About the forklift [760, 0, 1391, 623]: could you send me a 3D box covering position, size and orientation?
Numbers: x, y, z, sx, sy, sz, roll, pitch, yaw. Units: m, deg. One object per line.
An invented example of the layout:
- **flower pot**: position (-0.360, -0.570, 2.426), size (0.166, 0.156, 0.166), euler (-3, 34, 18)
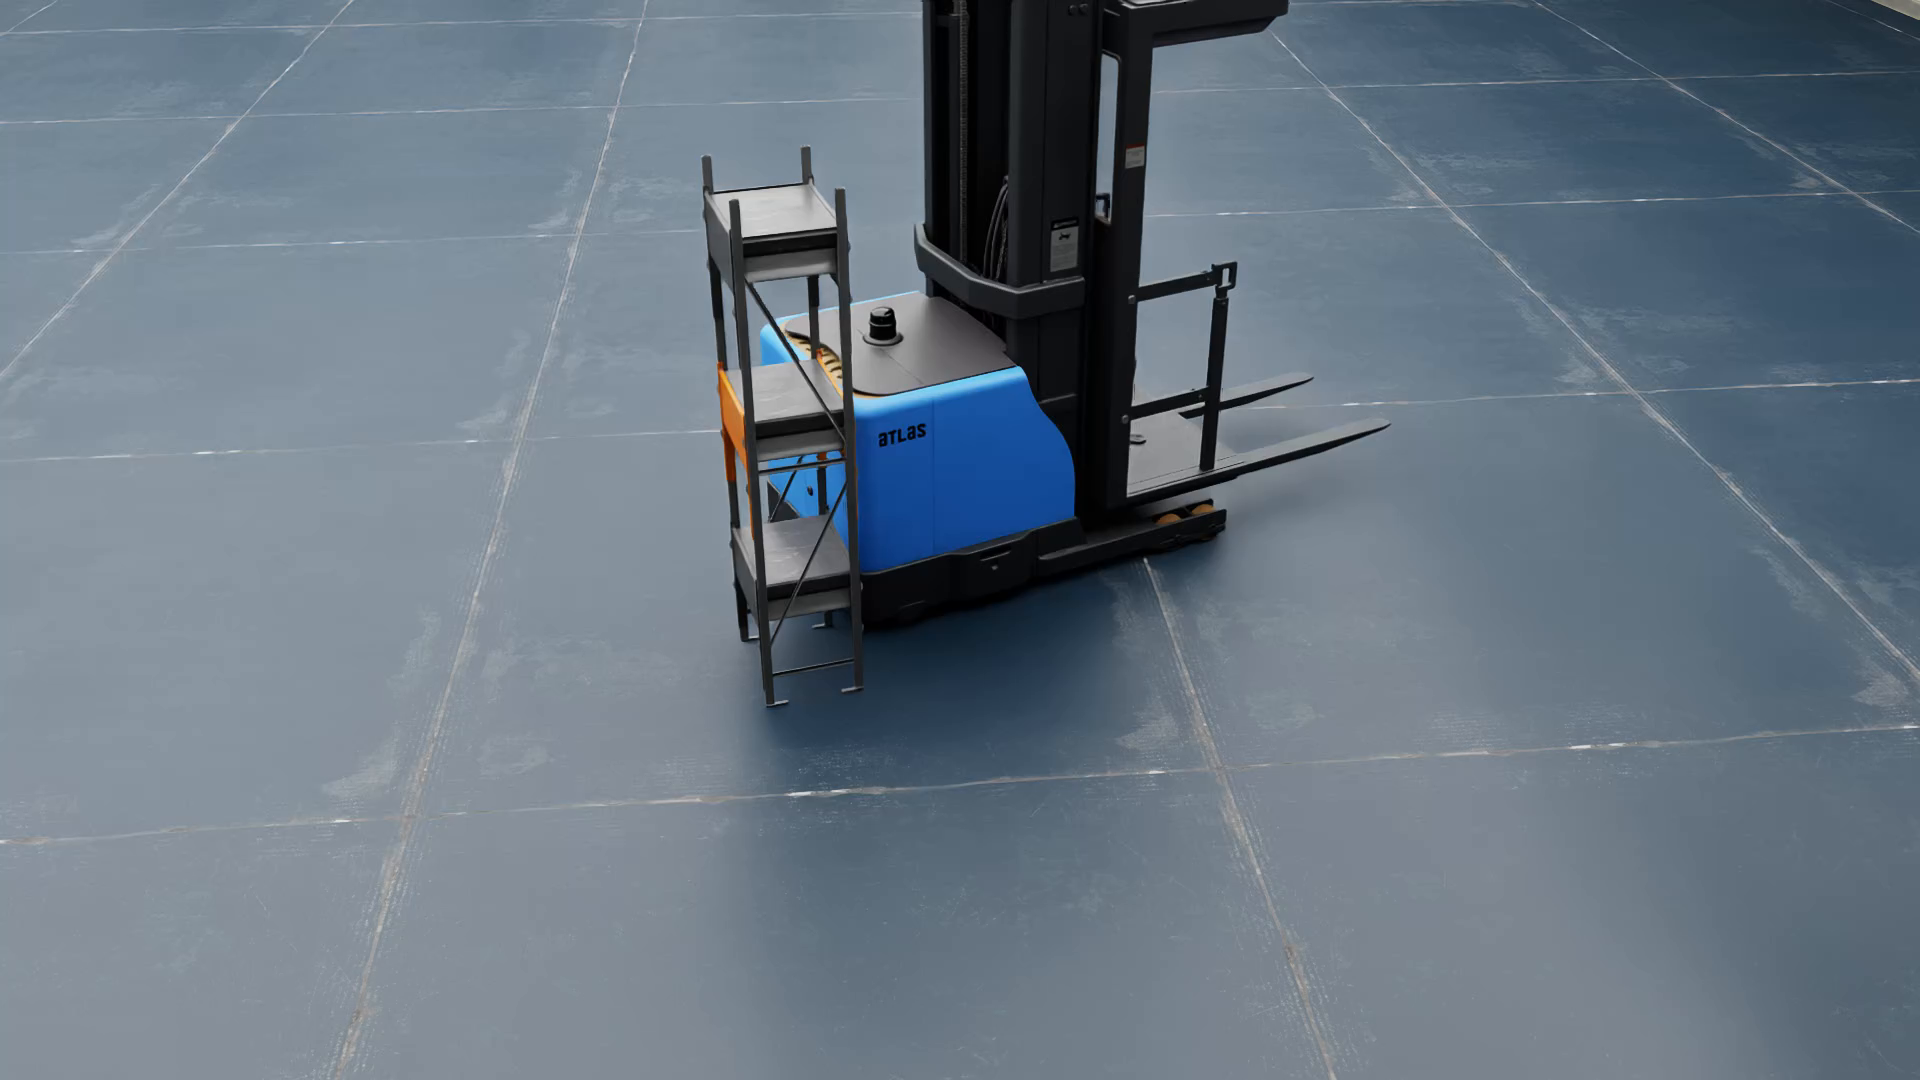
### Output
- **forklift**: position (0.659, -1.432, 7.290), size (3.031, 2.935, 1.130), euler (-15, 34, -24)

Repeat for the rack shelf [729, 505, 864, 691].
- **rack shelf**: position (-0.660, 0.227, 6.714), size (0.431, 0.518, 0.480), euler (-10, 32, -16)

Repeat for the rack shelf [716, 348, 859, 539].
- **rack shelf**: position (-0.660, -0.374, 6.355), size (0.431, 0.518, 0.480), euler (-10, 32, -16)

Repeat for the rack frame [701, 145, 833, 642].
- **rack frame**: position (-0.737, -0.505, 6.547), size (0.400, 2.100, 0.015), euler (-10, 32, -16)

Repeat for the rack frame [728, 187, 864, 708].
- **rack frame**: position (-0.583, -0.267, 6.150), size (0.400, 2.100, 0.015), euler (-10, 32, -16)

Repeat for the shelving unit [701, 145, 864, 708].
- **shelving unit**: position (-0.660, -0.386, 6.348), size (0.431, 2.100, 0.503), euler (-10, 32, -16)

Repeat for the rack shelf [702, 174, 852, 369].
- **rack shelf**: position (-0.660, -0.975, 5.996), size (0.431, 0.518, 0.480), euler (-10, 32, -16)
